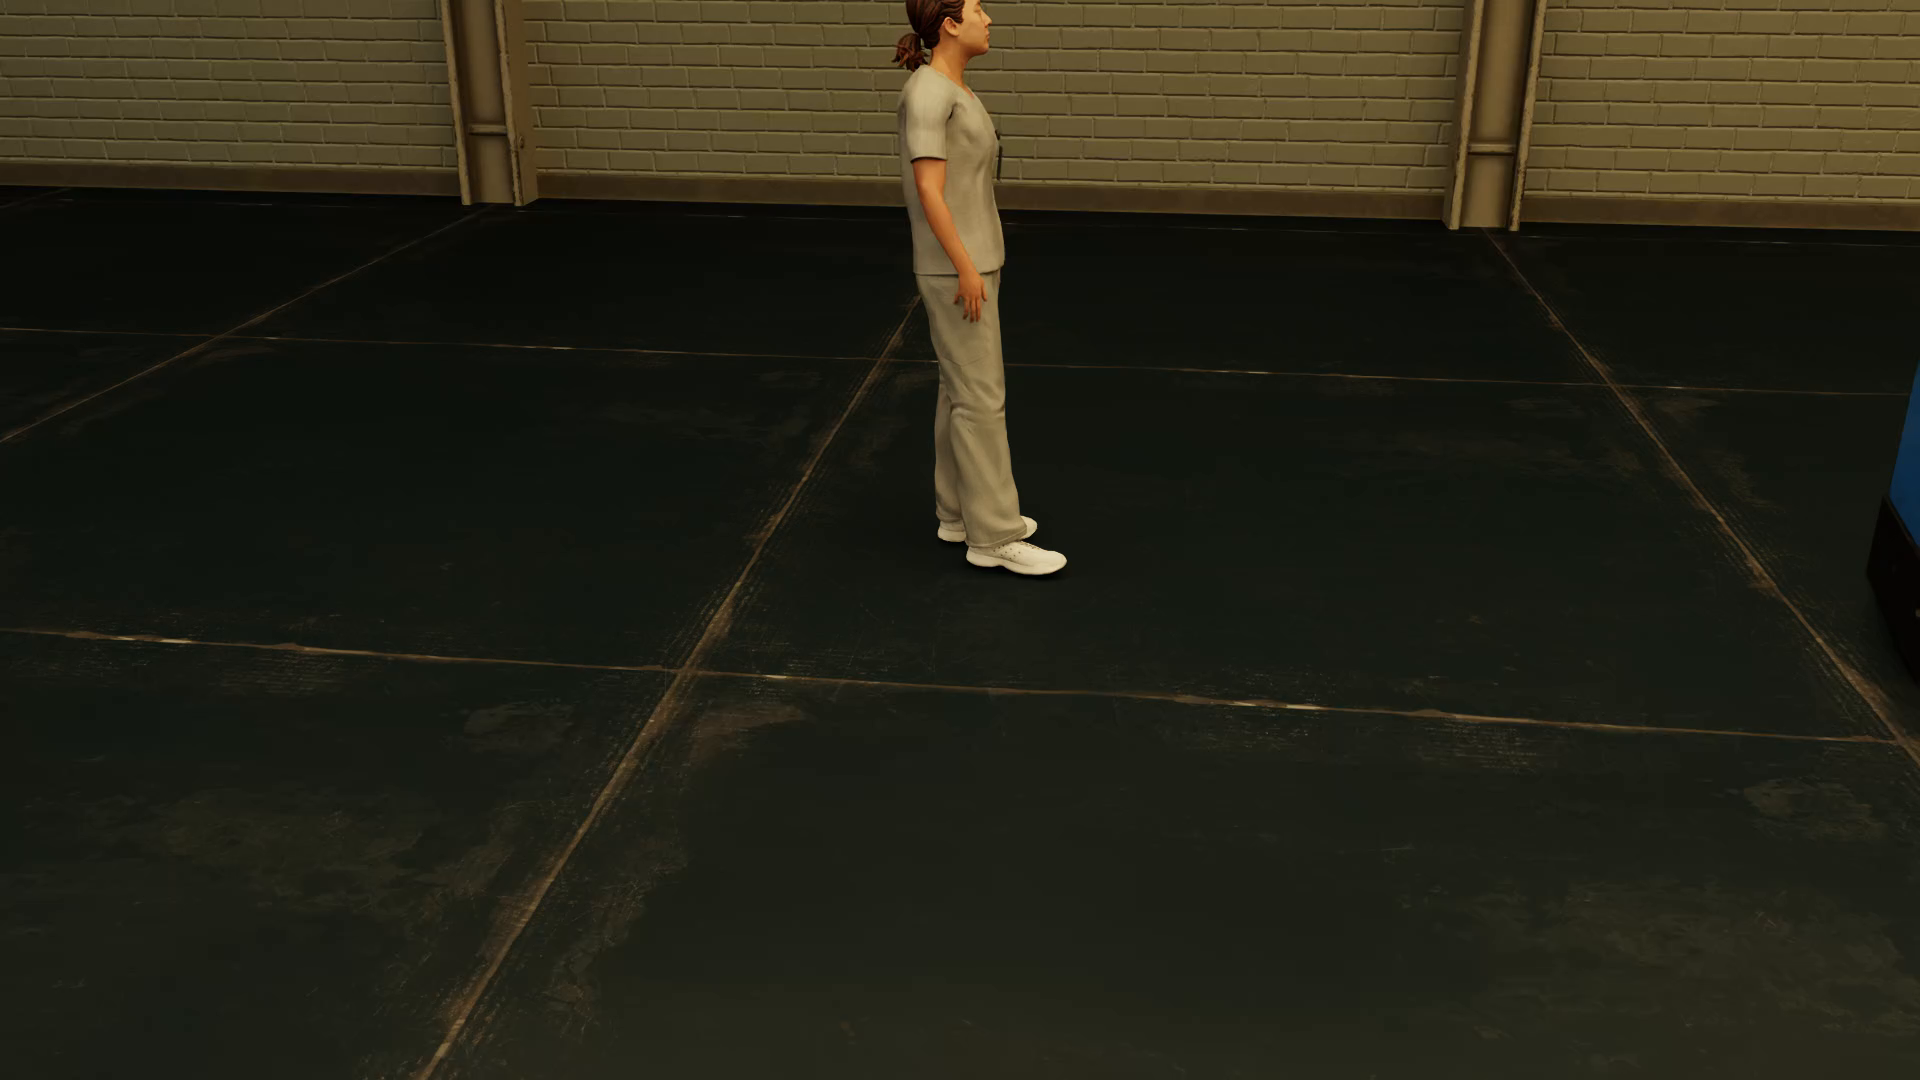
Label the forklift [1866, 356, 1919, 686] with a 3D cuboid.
[{"bbox_3d":[3.898,-0.872,3.419,3.031,2.935,1.130,7,23,16],"label":"forklift"}]

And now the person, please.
[{"bbox_3d":[0.071,-0.775,4.840,0.549,1.675,0.549,3,22,7],"label":"person"}]
